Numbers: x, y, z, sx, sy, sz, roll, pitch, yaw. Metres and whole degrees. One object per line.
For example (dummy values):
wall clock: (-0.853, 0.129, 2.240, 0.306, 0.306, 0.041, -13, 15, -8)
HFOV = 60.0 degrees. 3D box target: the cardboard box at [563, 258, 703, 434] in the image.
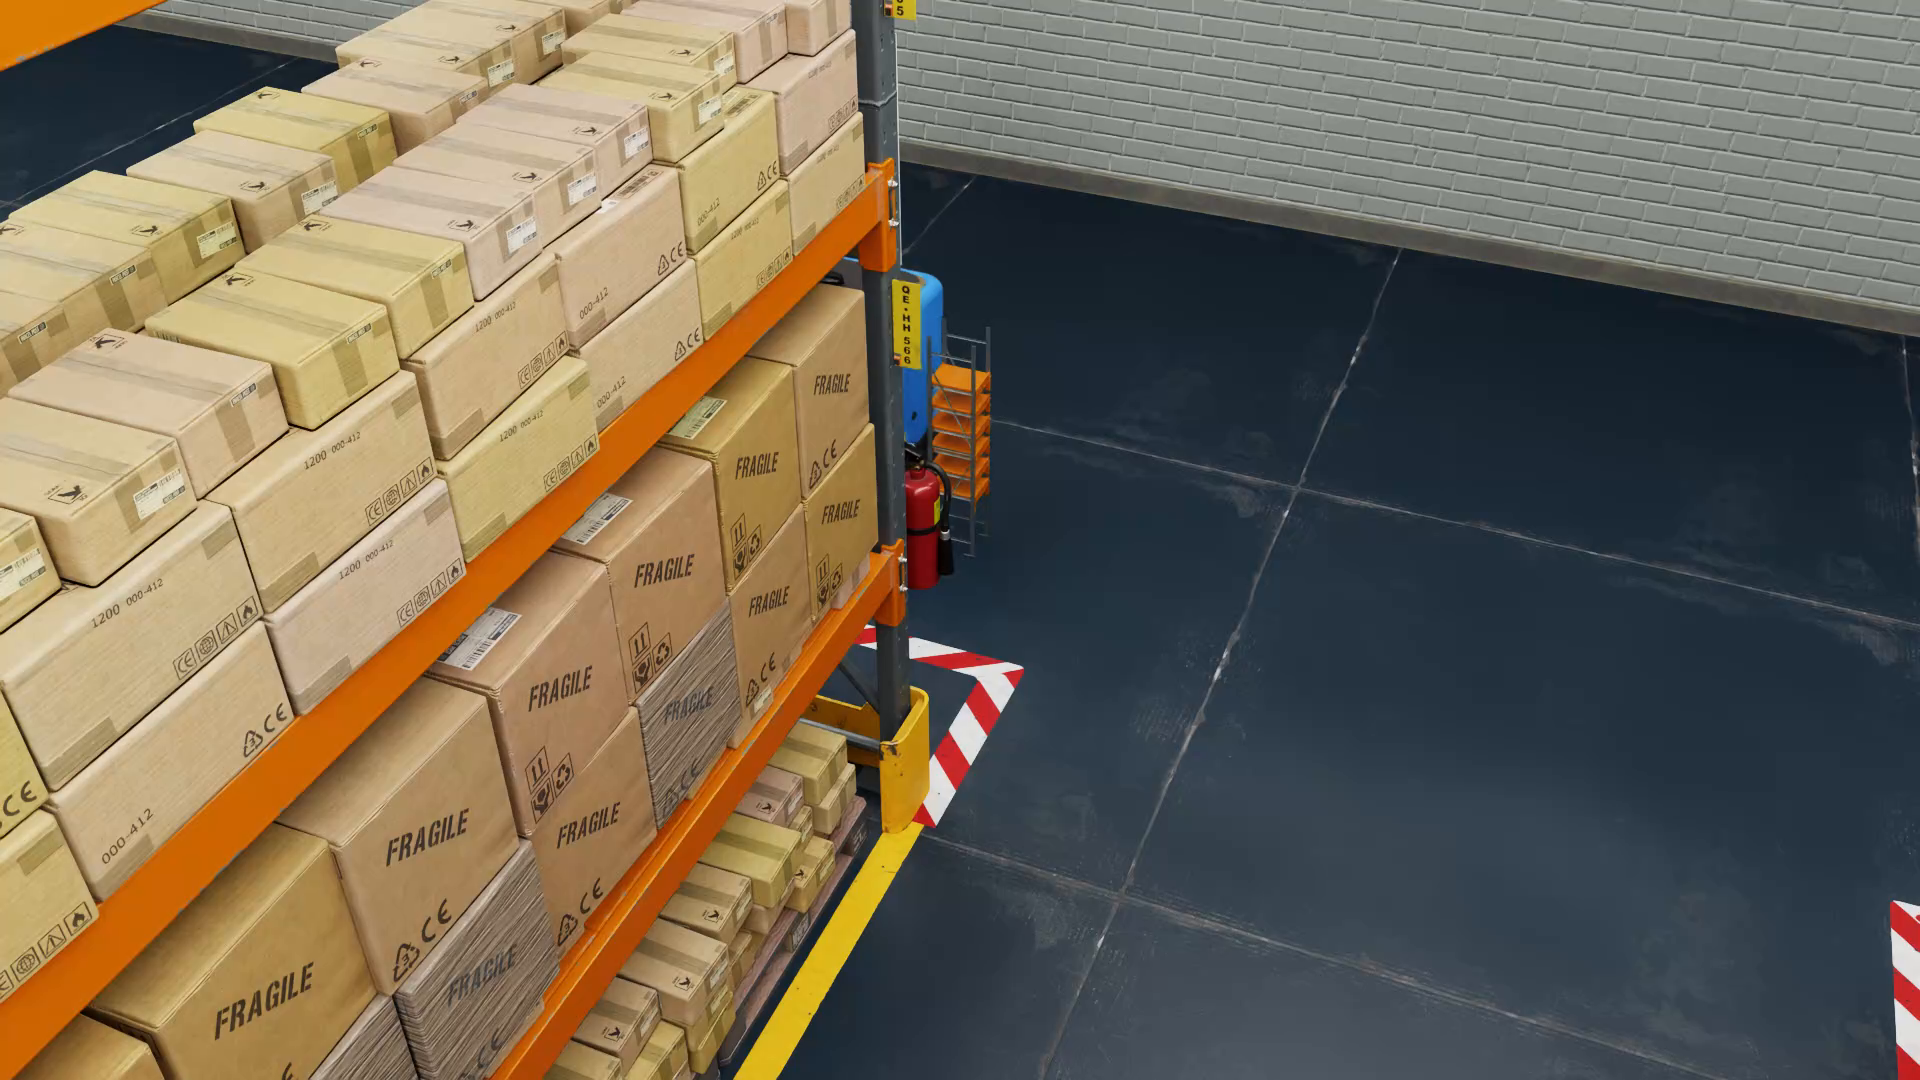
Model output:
cardboard box: (-1.000, -0.540, 4.188, 0.500, 0.250, 0.500, 16, 39, 20)

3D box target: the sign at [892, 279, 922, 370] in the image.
sign: (-0.178, -0.719, 5.577, 0.100, 0.325, 0.005, 14, 39, 18)

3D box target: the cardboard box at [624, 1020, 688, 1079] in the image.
cardboard box: (-1.116, 1.661, 5.406, 0.380, 0.149, 0.250, 16, 40, 20)

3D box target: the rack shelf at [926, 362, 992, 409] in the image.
rack shelf: (-0.005, -0.725, 7.793, 0.258, 0.103, 0.180, 14, 39, 18)

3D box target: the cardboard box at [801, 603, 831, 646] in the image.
cardboard box: (-0.675, 0.208, 5.777, 0.380, 0.149, 0.250, 14, 39, 18)

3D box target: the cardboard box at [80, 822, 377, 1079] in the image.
cardboard box: (-1.625, 0.904, 3.470, 0.500, 0.500, 0.500, 13, 39, 16)

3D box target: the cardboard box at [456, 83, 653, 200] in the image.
cardboard box: (-0.972, -0.963, 4.003, 0.380, 0.149, 0.250, 13, 39, 17)

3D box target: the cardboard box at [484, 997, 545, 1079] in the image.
cardboard box: (-1.339, 1.226, 4.415, 0.380, 0.149, 0.250, 16, 39, 20)

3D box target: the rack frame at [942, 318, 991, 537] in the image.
rack frame: (0.029, -0.523, 8.049, 0.240, 1.200, 0.006, 14, 39, 18)

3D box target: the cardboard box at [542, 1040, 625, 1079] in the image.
cardboard box: (-1.264, 1.681, 5.131, 0.380, 0.149, 0.250, 14, 39, 18)

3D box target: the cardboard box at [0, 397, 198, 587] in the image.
cardboard box: (-1.552, -0.088, 2.832, 0.380, 0.149, 0.250, 13, 39, 16)

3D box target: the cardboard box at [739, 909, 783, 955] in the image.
cardboard box: (-0.875, 1.338, 6.086, 0.380, 0.149, 0.250, 14, 39, 18)

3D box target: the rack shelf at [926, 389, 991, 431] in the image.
rack shelf: (-0.005, -0.629, 7.865, 0.258, 0.103, 0.180, 14, 39, 18)

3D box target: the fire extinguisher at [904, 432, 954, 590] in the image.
fire extinguisher: (-0.161, -0.120, 6.383, 0.296, 0.674, 0.183, 14, 39, 18)

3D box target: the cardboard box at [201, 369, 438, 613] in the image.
cardboard box: (-1.402, -0.155, 3.256, 0.500, 0.250, 0.500, 15, 39, 19)

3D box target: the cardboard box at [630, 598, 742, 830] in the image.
cardboard box: (-1.001, 0.449, 4.914, 0.500, 0.500, 0.500, 14, 39, 18)

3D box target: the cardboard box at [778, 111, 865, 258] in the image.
cardboard box: (-0.612, -1.096, 4.932, 0.500, 0.250, 0.500, 13, 39, 17)

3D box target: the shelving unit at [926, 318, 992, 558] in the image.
shelving unit: (-0.005, -0.473, 7.982, 0.258, 1.200, 0.189, 14, 39, 18)

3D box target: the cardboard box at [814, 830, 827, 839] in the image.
cardboard box: (-0.691, 1.046, 6.477, 0.380, 0.149, 0.250, 14, 39, 18)

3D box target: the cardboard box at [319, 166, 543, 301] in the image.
cardboard box: (-1.144, -0.670, 3.612, 0.380, 0.149, 0.250, 13, 39, 16)

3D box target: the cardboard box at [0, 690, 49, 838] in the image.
cardboard box: (-1.800, 0.395, 2.520, 0.500, 0.250, 0.500, 15, 39, 19)

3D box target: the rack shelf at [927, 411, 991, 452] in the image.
rack shelf: (-0.005, -0.533, 7.936, 0.258, 0.103, 0.180, 14, 39, 18)

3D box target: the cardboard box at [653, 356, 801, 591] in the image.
cardboard box: (-0.820, -0.236, 4.994, 0.500, 0.500, 0.500, 13, 39, 16)

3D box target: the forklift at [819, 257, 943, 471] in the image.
forklift: (-1.638, -1.723, 8.208, 3.031, 2.935, 1.130, 14, 39, 18)

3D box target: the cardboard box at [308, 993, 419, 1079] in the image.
cardboard box: (-1.602, 1.297, 3.779, 0.500, 0.500, 0.500, 14, 39, 18)

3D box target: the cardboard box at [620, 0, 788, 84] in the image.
cardboard box: (-0.703, -1.398, 4.585, 0.380, 0.149, 0.250, 14, 39, 18)

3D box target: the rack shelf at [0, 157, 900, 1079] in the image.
rack shelf: (-1.444, -0.072, 4.038, 1.077, 0.370, 4.000, 14, 39, 18)

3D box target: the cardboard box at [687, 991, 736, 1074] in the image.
cardboard box: (-0.996, 1.633, 5.691, 0.380, 0.149, 0.250, 12, 38, 16)

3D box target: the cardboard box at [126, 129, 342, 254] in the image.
cardboard box: (-1.635, -0.787, 3.768, 0.380, 0.149, 0.250, 15, 39, 19)

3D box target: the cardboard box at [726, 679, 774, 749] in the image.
cardboard box: (-0.832, 0.497, 5.391, 0.380, 0.149, 0.250, 15, 39, 19)

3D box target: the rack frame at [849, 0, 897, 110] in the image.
rack frame: (-0.683, -2.669, 4.407, 1.000, 3.000, 0.127, 14, 39, 18)

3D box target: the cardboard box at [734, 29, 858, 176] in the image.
cardboard box: (-0.623, -1.295, 4.781, 0.500, 0.250, 0.500, 13, 39, 16)

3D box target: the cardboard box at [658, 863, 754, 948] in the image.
cardboard box: (-0.937, 1.247, 5.711, 0.380, 0.149, 0.250, 12, 39, 16)

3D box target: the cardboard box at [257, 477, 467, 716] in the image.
cardboard box: (-1.387, 0.047, 3.403, 0.500, 0.250, 0.500, 15, 39, 20)

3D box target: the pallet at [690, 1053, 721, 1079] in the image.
pallet: (-1.520, 2.007, 5.490, 1.003, 0.211, 1.213, 14, 39, 18)

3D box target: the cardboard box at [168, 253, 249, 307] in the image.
cardboard box: (-1.683, -0.578, 3.821, 0.500, 0.250, 0.500, 12, 39, 16)

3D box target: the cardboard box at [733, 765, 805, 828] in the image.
cardboard box: (-0.799, 0.946, 6.114, 0.380, 0.149, 0.250, 15, 39, 19)

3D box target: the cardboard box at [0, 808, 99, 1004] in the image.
cardboard box: (-1.785, 0.611, 2.649, 0.500, 0.250, 0.500, 16, 40, 20)

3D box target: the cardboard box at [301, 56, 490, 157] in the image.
cardboard box: (-1.395, -1.069, 4.145, 0.380, 0.149, 0.250, 15, 39, 19)

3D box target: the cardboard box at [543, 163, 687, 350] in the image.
cardboard box: (-1.014, -0.729, 4.023, 0.500, 0.250, 0.500, 14, 39, 18)

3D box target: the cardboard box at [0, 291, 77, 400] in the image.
cardboard box: (-1.950, -0.368, 3.207, 0.380, 0.149, 0.250, 12, 39, 16)

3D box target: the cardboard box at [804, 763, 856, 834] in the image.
cardboard box: (-0.620, 0.945, 6.363, 0.380, 0.149, 0.250, 13, 39, 17)

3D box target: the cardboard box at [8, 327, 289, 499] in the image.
cardboard box: (-1.473, -0.235, 3.030, 0.380, 0.149, 0.250, 13, 39, 16)

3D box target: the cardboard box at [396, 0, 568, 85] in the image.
cardboard box: (-1.302, -1.370, 4.548, 0.380, 0.149, 0.250, 14, 39, 18)

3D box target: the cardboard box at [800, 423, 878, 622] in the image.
cardboard box: (-0.616, -0.118, 5.672, 0.500, 0.500, 0.500, 15, 39, 19)

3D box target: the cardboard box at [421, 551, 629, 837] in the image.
cardboard box: (-1.208, 0.348, 4.213, 0.500, 0.500, 0.500, 13, 39, 16)

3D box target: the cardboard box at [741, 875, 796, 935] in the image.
cardboard box: (-0.816, 1.233, 5.978, 0.380, 0.149, 0.250, 12, 38, 16)
